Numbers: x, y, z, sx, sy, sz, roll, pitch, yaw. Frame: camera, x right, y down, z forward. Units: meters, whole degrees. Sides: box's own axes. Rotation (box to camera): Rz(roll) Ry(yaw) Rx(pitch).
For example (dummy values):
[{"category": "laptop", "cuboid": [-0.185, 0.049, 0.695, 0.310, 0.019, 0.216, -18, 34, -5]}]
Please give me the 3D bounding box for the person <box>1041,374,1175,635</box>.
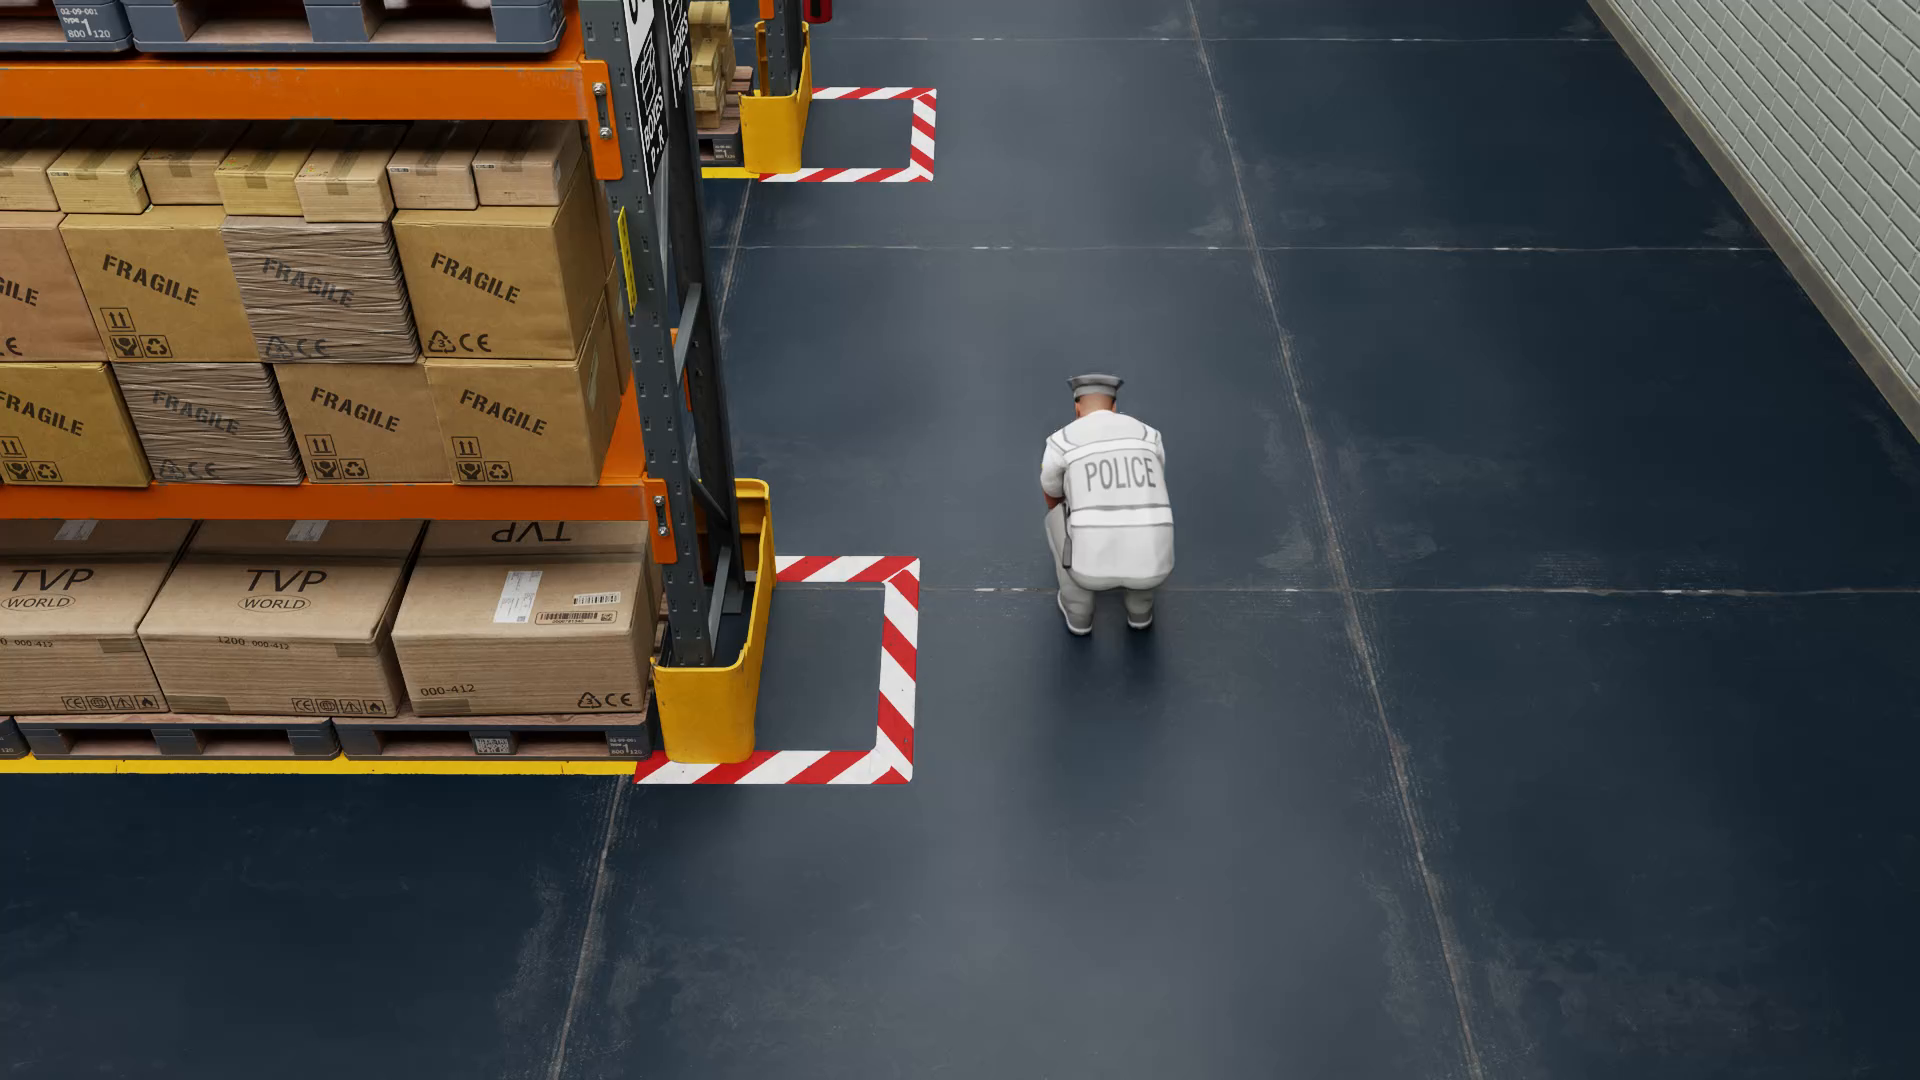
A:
[{"category": "person", "cuboid": [0.619, -0.135, 6.978, 0.554, 0.920, 0.955, 0, 39, 0]}]
